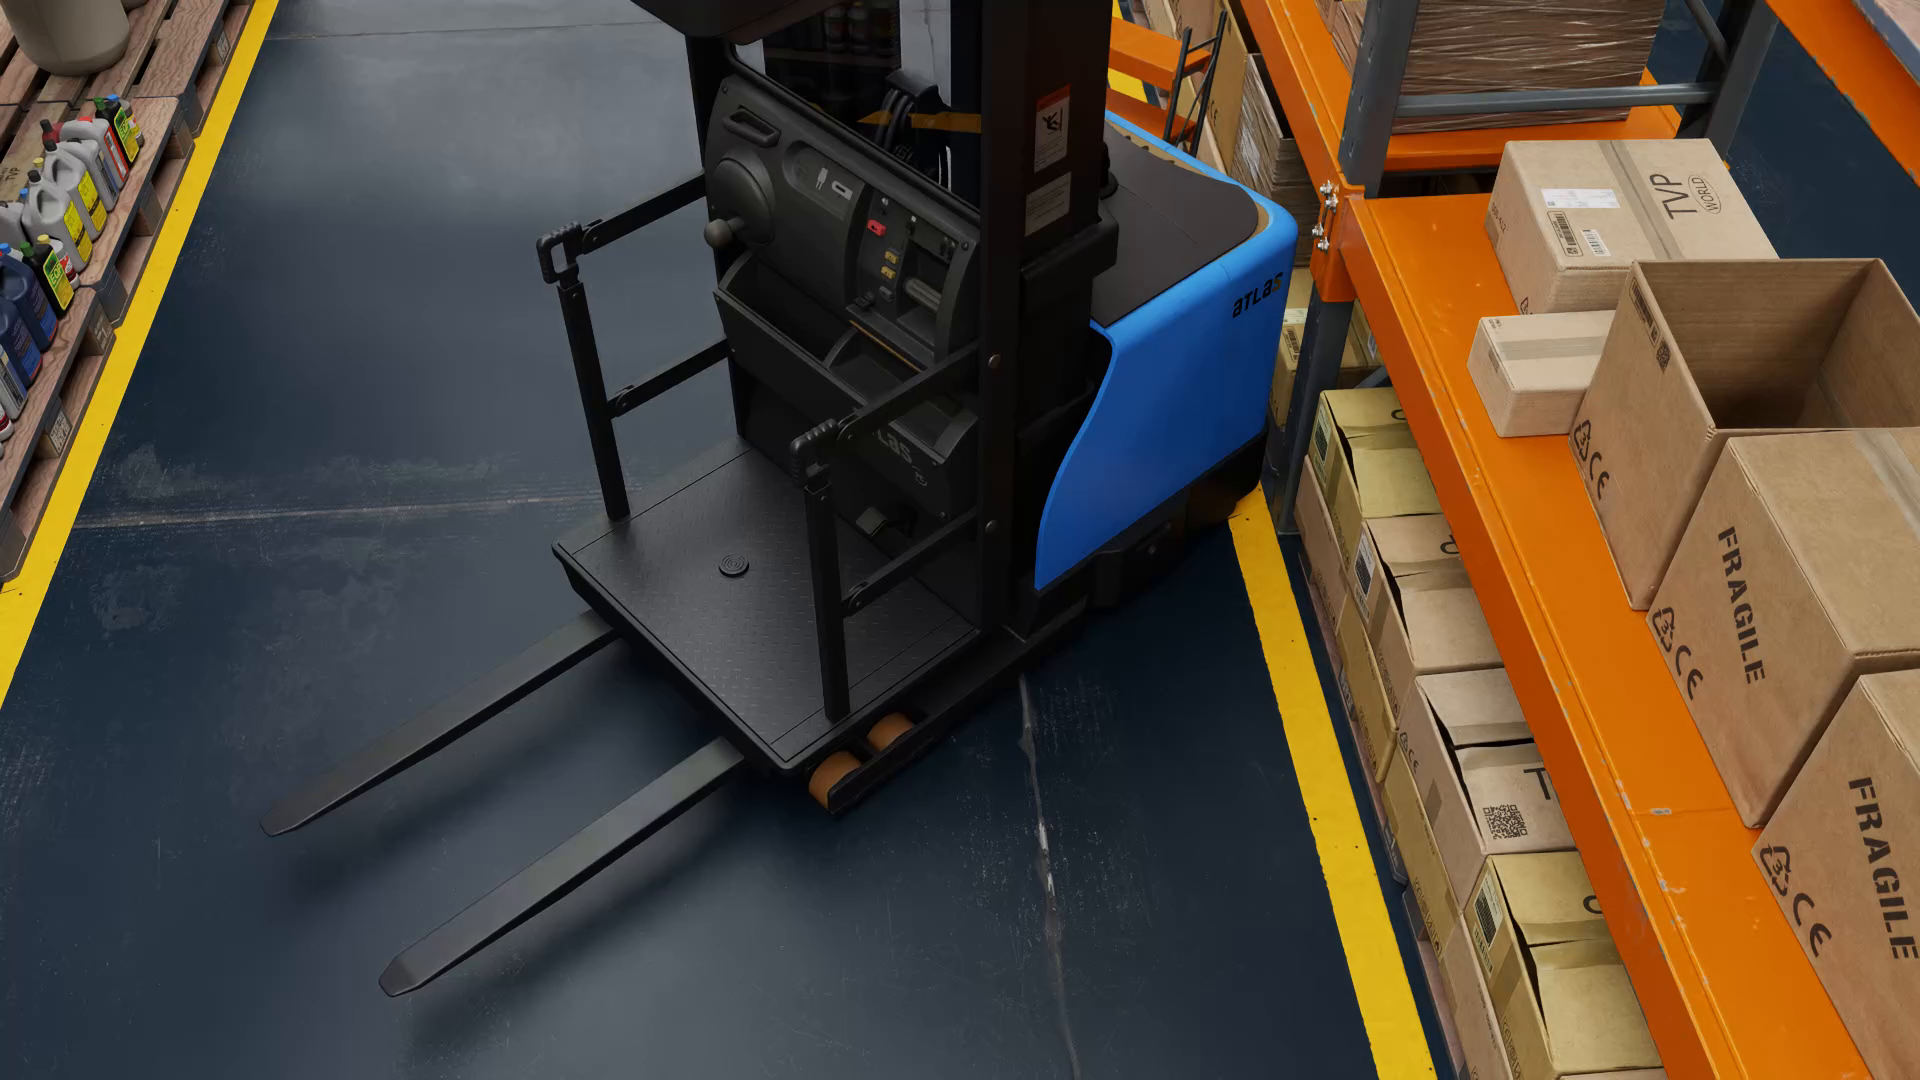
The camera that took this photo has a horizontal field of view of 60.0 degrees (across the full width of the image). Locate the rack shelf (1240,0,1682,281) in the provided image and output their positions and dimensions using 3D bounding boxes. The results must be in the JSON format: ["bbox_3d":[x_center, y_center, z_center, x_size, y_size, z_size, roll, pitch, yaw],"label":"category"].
[{"bbox_3d":[1.328,-2.314,5.871,1.077,0.370,4.000,-3,47,-3],"label":"rack shelf"}]

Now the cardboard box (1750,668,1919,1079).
[{"bbox_3d":[1.673,0.532,2.611,0.500,0.500,0.500,-6,47,-5],"label":"cardboard box"}]

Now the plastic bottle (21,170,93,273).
[{"bbox_3d":[-3.147,-1.110,5.756,0.144,0.351,0.185,-4,47,-4],"label":"plastic bottle"}]

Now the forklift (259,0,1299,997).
[{"bbox_3d":[-0.459,-0.700,3.894,3.031,2.935,1.130,-34,55,-28],"label":"forklift"}]

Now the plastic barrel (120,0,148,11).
[{"bbox_3d":[-3.645,-2.527,7.002,0.421,0.512,0.421,0,47,0],"label":"plastic barrel"}]

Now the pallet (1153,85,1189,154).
[{"bbox_3d":[1.365,-1.618,6.637,1.003,0.211,1.213,-3,47,-3],"label":"pallet"}]

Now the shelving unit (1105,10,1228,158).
[{"bbox_3d":[0.496,-1.237,5.573,0.503,1.200,0.258,29,42,25],"label":"shelving unit"}]

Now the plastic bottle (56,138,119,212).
[{"bbox_3d":[-3.180,-1.338,6.024,0.152,0.276,0.135,-5,47,-4],"label":"plastic bottle"}]

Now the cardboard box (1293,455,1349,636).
[{"bbox_3d":[1.282,-0.006,4.795,0.500,0.250,0.500,-5,47,-4],"label":"cardboard box"}]

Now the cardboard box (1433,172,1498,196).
[{"bbox_3d":[1.768,-0.926,5.149,0.500,0.500,0.500,-3,47,-3],"label":"cardboard box"}]

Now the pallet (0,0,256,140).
[{"bbox_3d":[-3.660,-2.111,7.104,1.003,0.211,1.213,-3,47,-3],"label":"pallet"}]

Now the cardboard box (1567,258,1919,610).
[{"bbox_3d":[1.587,-0.211,3.315,0.500,0.500,0.500,0,47,0],"label":"cardboard box"}]

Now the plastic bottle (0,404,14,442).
[{"bbox_3d":[-3.048,-0.409,5.196,0.097,0.201,0.097,0,47,0],"label":"plastic bottle"}]

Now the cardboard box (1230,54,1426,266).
[{"bbox_3d":[1.208,-1.256,5.461,0.500,0.500,0.500,-3,47,-3],"label":"cardboard box"}]

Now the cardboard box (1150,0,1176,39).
[{"bbox_3d":[1.070,-2.082,6.761,0.500,0.250,0.500,-3,47,-3],"label":"cardboard box"}]

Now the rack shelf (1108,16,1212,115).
[{"bbox_3d":[0.541,-1.544,5.332,0.480,0.148,0.258,29,42,25],"label":"rack shelf"}]

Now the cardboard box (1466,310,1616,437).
[{"bbox_3d":[1.366,-0.374,3.712,0.380,0.149,0.250,-3,47,-3],"label":"cardboard box"}]

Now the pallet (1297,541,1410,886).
[{"bbox_3d":[1.596,0.375,4.749,1.003,0.211,1.213,-3,47,-3],"label":"pallet"}]

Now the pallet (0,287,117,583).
[{"bbox_3d":[-3.456,-0.345,5.432,1.003,0.211,1.213,-3,47,-3],"label":"pallet"}]

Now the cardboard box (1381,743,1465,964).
[{"bbox_3d":[1.370,0.738,4.089,0.500,0.250,0.500,-5,47,-5],"label":"cardboard box"}]

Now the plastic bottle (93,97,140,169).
[{"bbox_3d":[-3.157,-1.542,6.212,0.061,0.283,0.133,-2,47,-2],"label":"plastic bottle"}]

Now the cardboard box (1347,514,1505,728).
[{"bbox_3d":[1.318,0.171,4.241,0.500,0.311,0.500,-4,47,-4],"label":"cardboard box"}]

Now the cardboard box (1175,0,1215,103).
[{"bbox_3d":[1.106,-1.978,6.146,0.500,0.500,0.500,-3,47,-3],"label":"cardboard box"}]

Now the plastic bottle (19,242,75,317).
[{"bbox_3d":[-3.083,-0.901,5.605,0.061,0.283,0.133,-2,47,-2],"label":"plastic bottle"}]

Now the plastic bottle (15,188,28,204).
[{"bbox_3d":[-3.279,-1.154,5.901,0.097,0.201,0.097,0,47,0],"label":"plastic bottle"}]

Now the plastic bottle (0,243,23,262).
[{"bbox_3d":[-3.161,-0.879,5.593,0.097,0.271,0.097,0,47,0],"label":"plastic bottle"}]

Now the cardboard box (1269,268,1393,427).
[{"bbox_3d":[1.239,-0.635,5.390,0.500,0.250,0.500,-3,47,-3],"label":"cardboard box"}]

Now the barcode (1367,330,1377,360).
[{"bbox_3d":[1.102,-0.526,4.440,0.001,0.075,0.075,-3,47,-3],"label":"barcode"}]

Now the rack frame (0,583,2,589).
[{"bbox_3d":[-3.441,-0.816,3.957,1.000,3.000,0.127,-3,47,-3],"label":"rack frame"}]

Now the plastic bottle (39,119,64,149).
[{"bbox_3d":[-3.298,-1.434,6.110,0.061,0.283,0.133,-3,47,-3],"label":"plastic bottle"}]

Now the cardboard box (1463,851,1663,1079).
[{"bbox_3d":[1.411,0.920,3.531,0.500,0.311,0.500,-2,47,-2],"label":"cardboard box"}]

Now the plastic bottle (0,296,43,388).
[{"bbox_3d":[-3.095,-0.666,5.336,0.144,0.351,0.185,-2,47,-2],"label":"plastic bottle"}]

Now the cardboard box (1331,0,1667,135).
[{"bbox_3d":[1.452,-1.469,4.507,0.700,0.500,0.500,-5,47,-4],"label":"cardboard box"}]

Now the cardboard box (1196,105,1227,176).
[{"bbox_3d":[1.150,-1.359,6.075,0.500,0.250,0.500,-3,47,-3],"label":"cardboard box"}]
